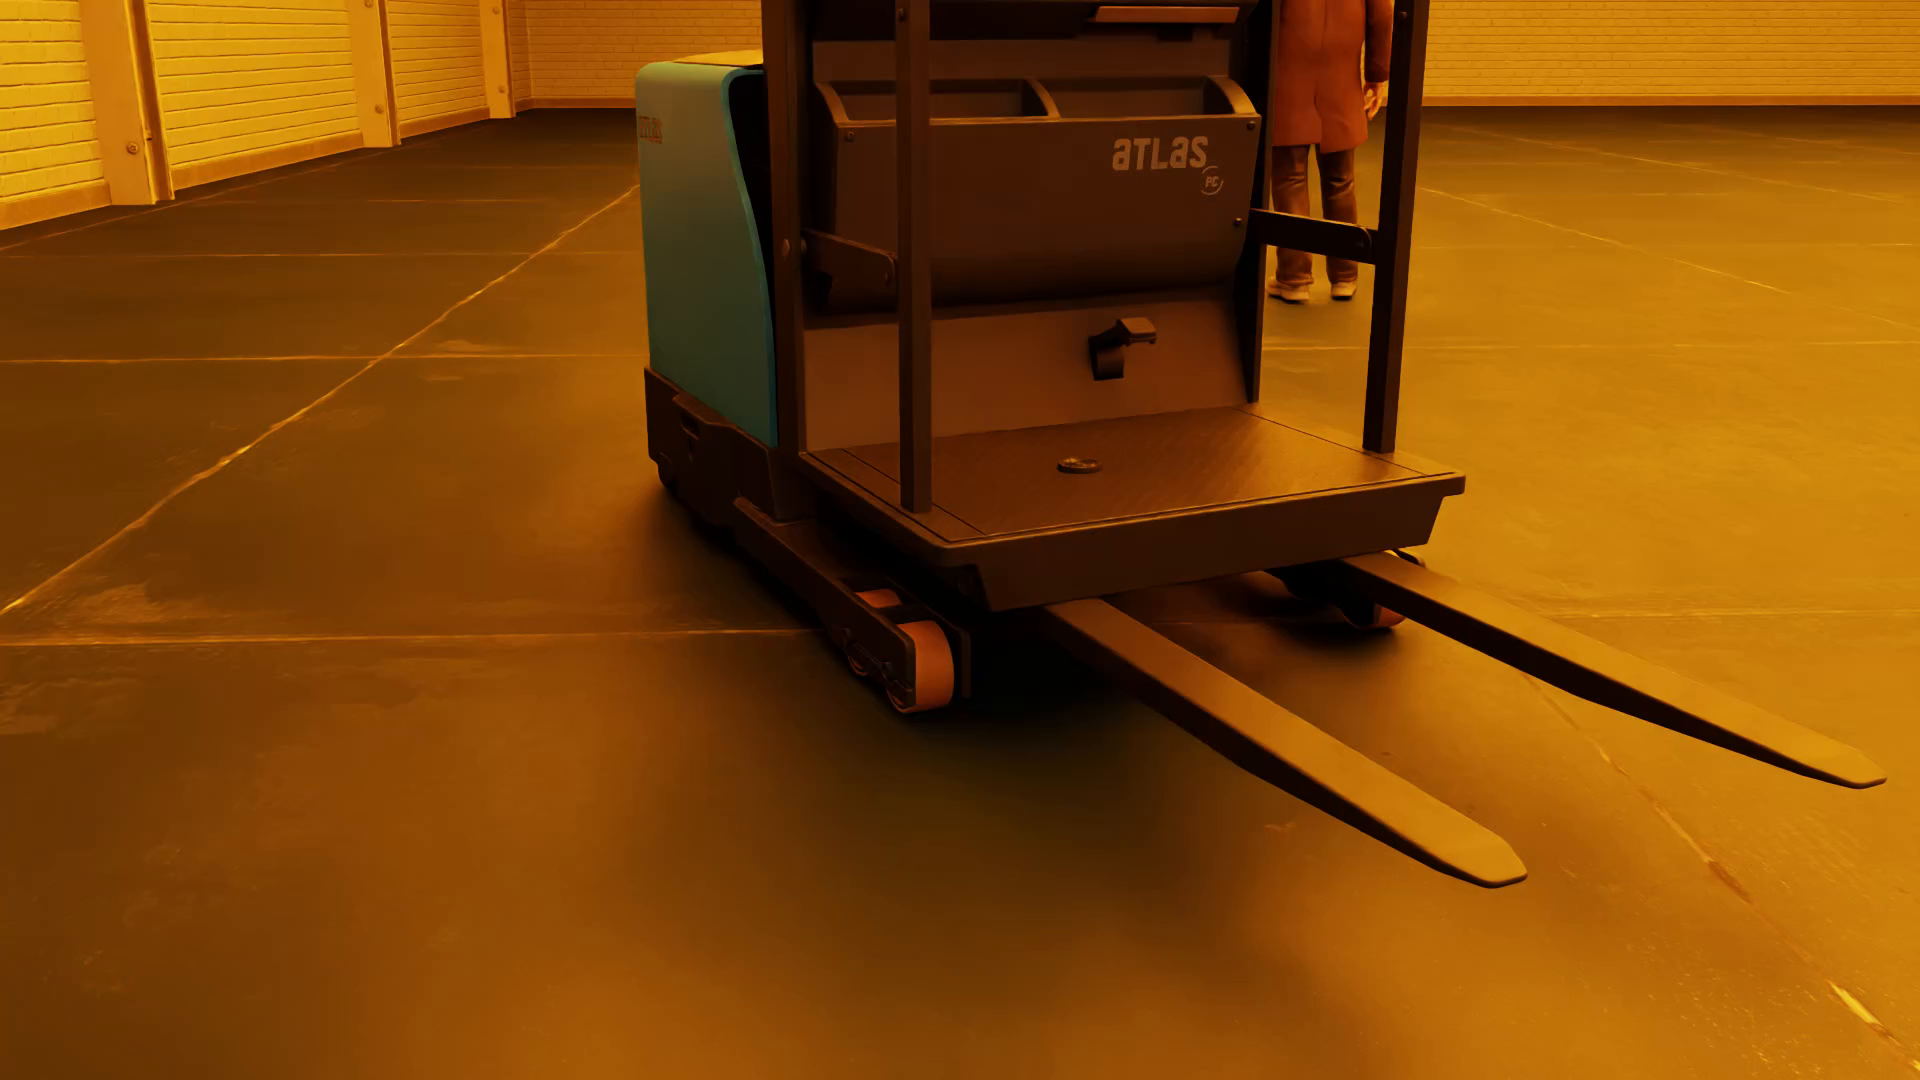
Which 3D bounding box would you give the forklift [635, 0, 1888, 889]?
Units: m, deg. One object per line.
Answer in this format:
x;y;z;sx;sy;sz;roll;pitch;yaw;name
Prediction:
0.258;-1.240;2.962;1.130;2.935;3.031;-8;19;-24;forklift

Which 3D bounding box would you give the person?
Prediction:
1.496;-1.941;7.200;0.694;1.775;0.582;0;17;0;person
